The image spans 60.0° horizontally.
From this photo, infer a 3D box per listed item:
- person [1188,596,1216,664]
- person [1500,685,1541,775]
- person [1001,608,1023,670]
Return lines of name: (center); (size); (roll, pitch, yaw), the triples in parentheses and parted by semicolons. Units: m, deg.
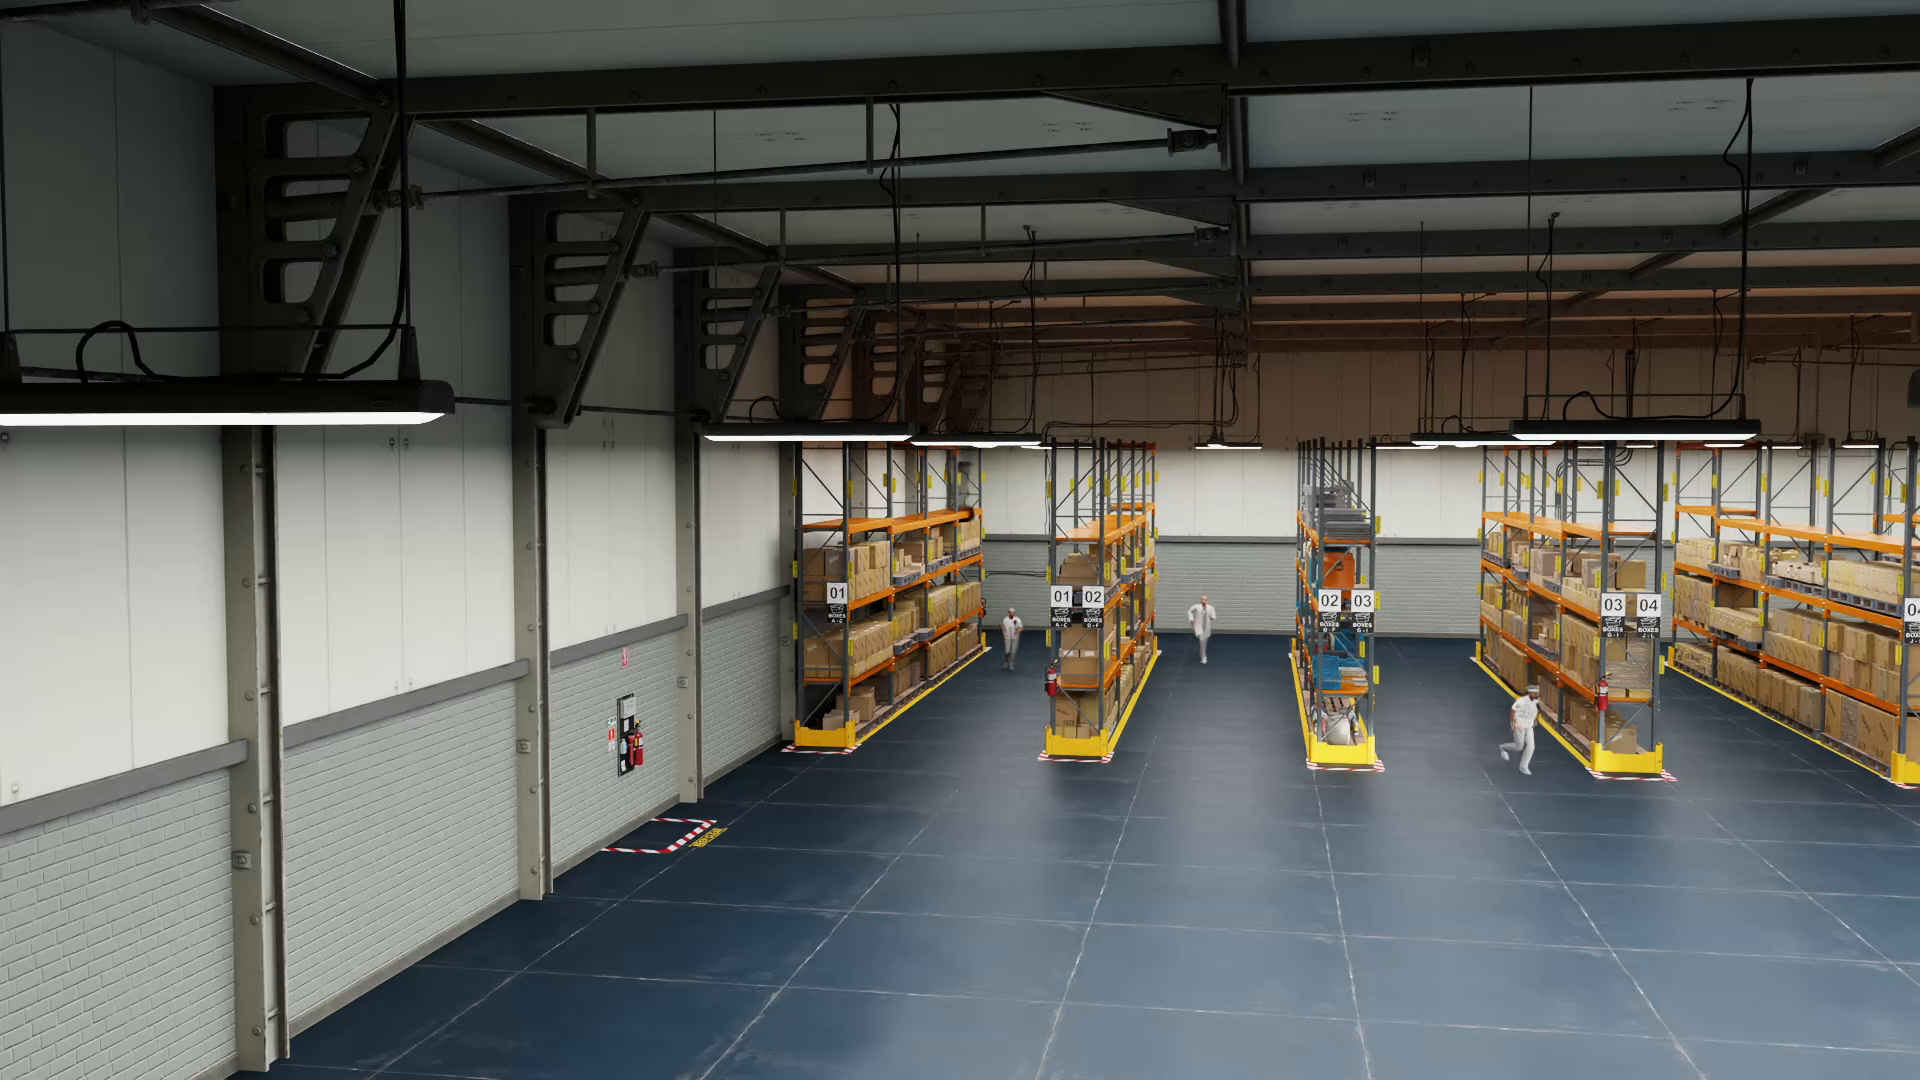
person: (6.621, 2.425, 45.415); (0.719, 1.810, 1.034); (0, 3, -9)
person: (10.059, 3.367, 29.838); (0.574, 1.629, 0.855); (-2, 3, -29)
person: (1.358, 2.597, 43.583); (0.586, 1.634, 0.583); (0, 3, 6)
